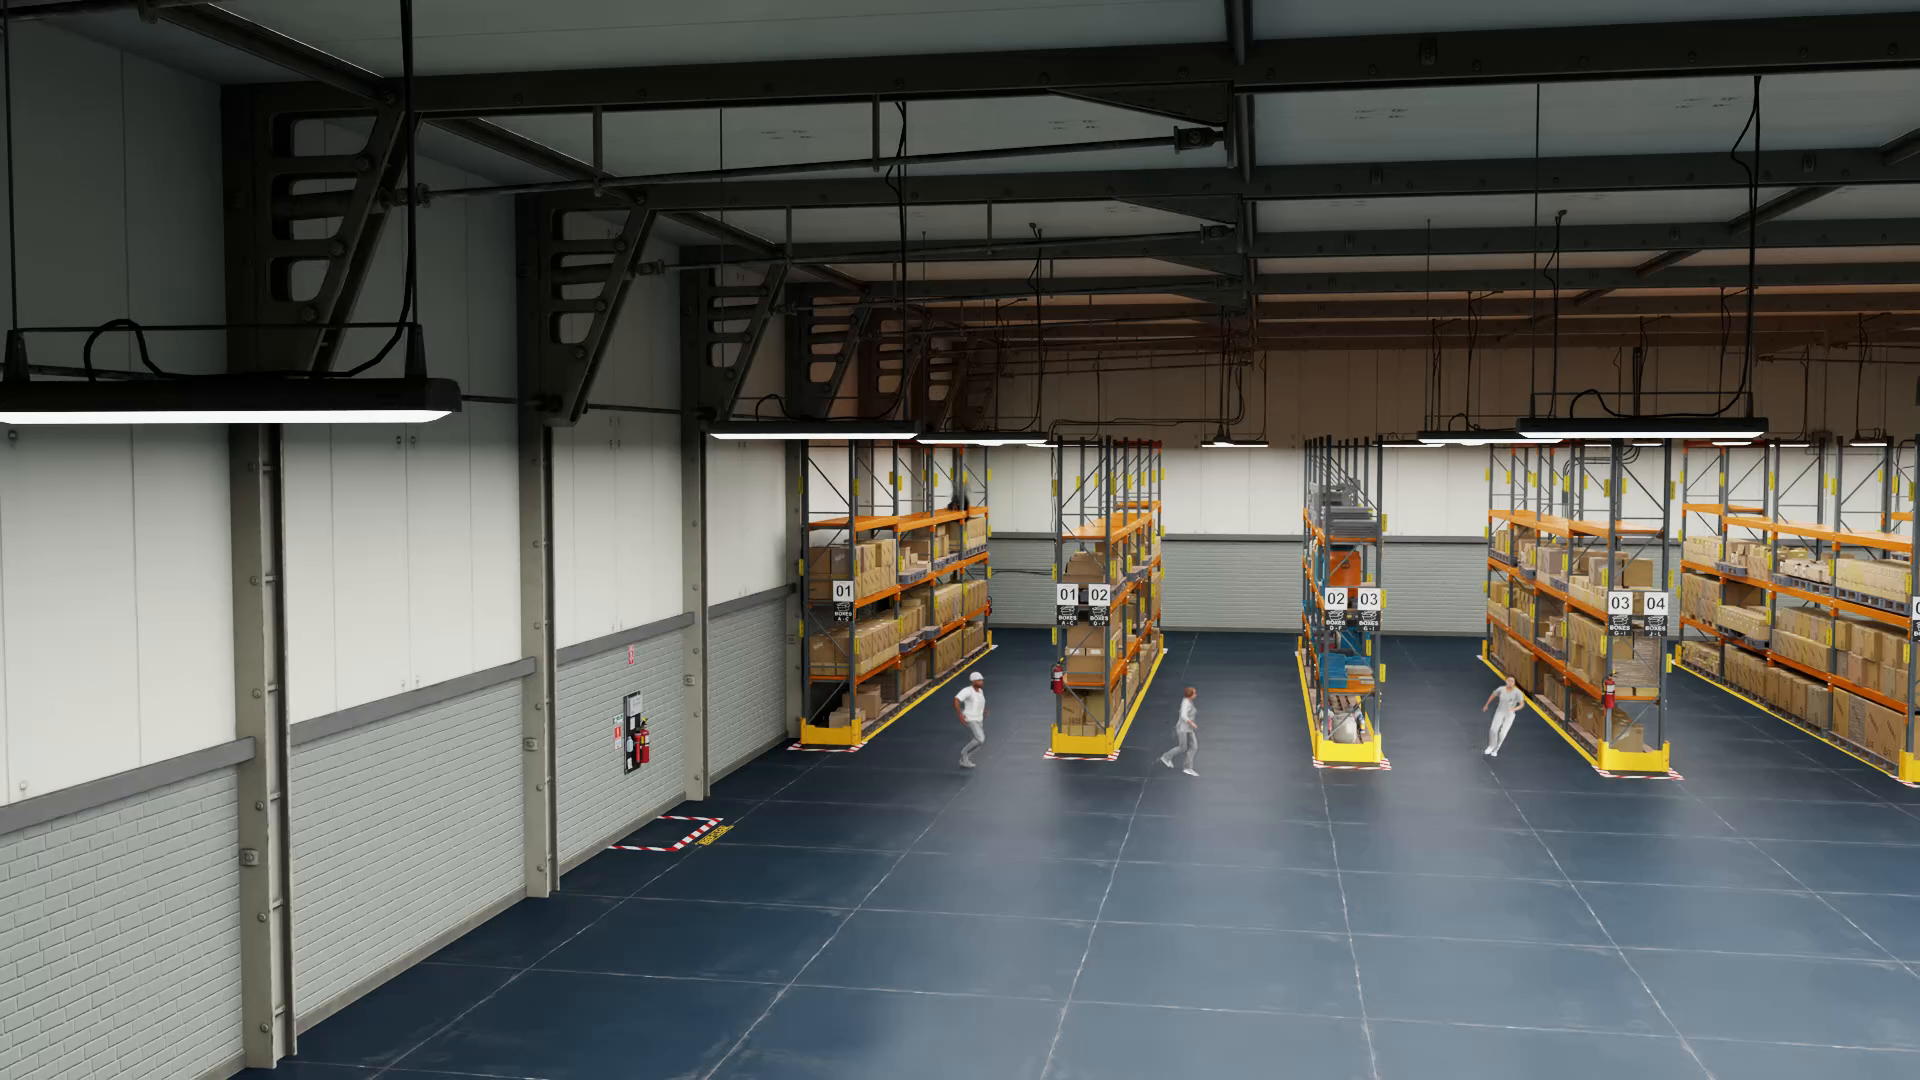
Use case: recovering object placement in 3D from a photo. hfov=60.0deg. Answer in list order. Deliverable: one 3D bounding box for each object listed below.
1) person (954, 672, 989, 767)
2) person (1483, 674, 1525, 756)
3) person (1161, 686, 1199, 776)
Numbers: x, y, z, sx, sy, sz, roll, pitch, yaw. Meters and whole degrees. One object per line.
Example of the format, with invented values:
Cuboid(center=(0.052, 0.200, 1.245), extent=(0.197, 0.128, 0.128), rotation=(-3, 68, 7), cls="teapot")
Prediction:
Cuboid(center=(0.233, 3.237, 29.910), extent=(0.557, 1.719, 0.753), rotation=(2, 4, 35), cls="person")
Cuboid(center=(10.120, 3.268, 30.954), extent=(0.736, 1.564, 0.629), rotation=(1, 3, 17), cls="person")
Cuboid(center=(3.874, 3.354, 29.358), extent=(0.715, 1.577, 0.522), rotation=(2, 4, 29), cls="person")
